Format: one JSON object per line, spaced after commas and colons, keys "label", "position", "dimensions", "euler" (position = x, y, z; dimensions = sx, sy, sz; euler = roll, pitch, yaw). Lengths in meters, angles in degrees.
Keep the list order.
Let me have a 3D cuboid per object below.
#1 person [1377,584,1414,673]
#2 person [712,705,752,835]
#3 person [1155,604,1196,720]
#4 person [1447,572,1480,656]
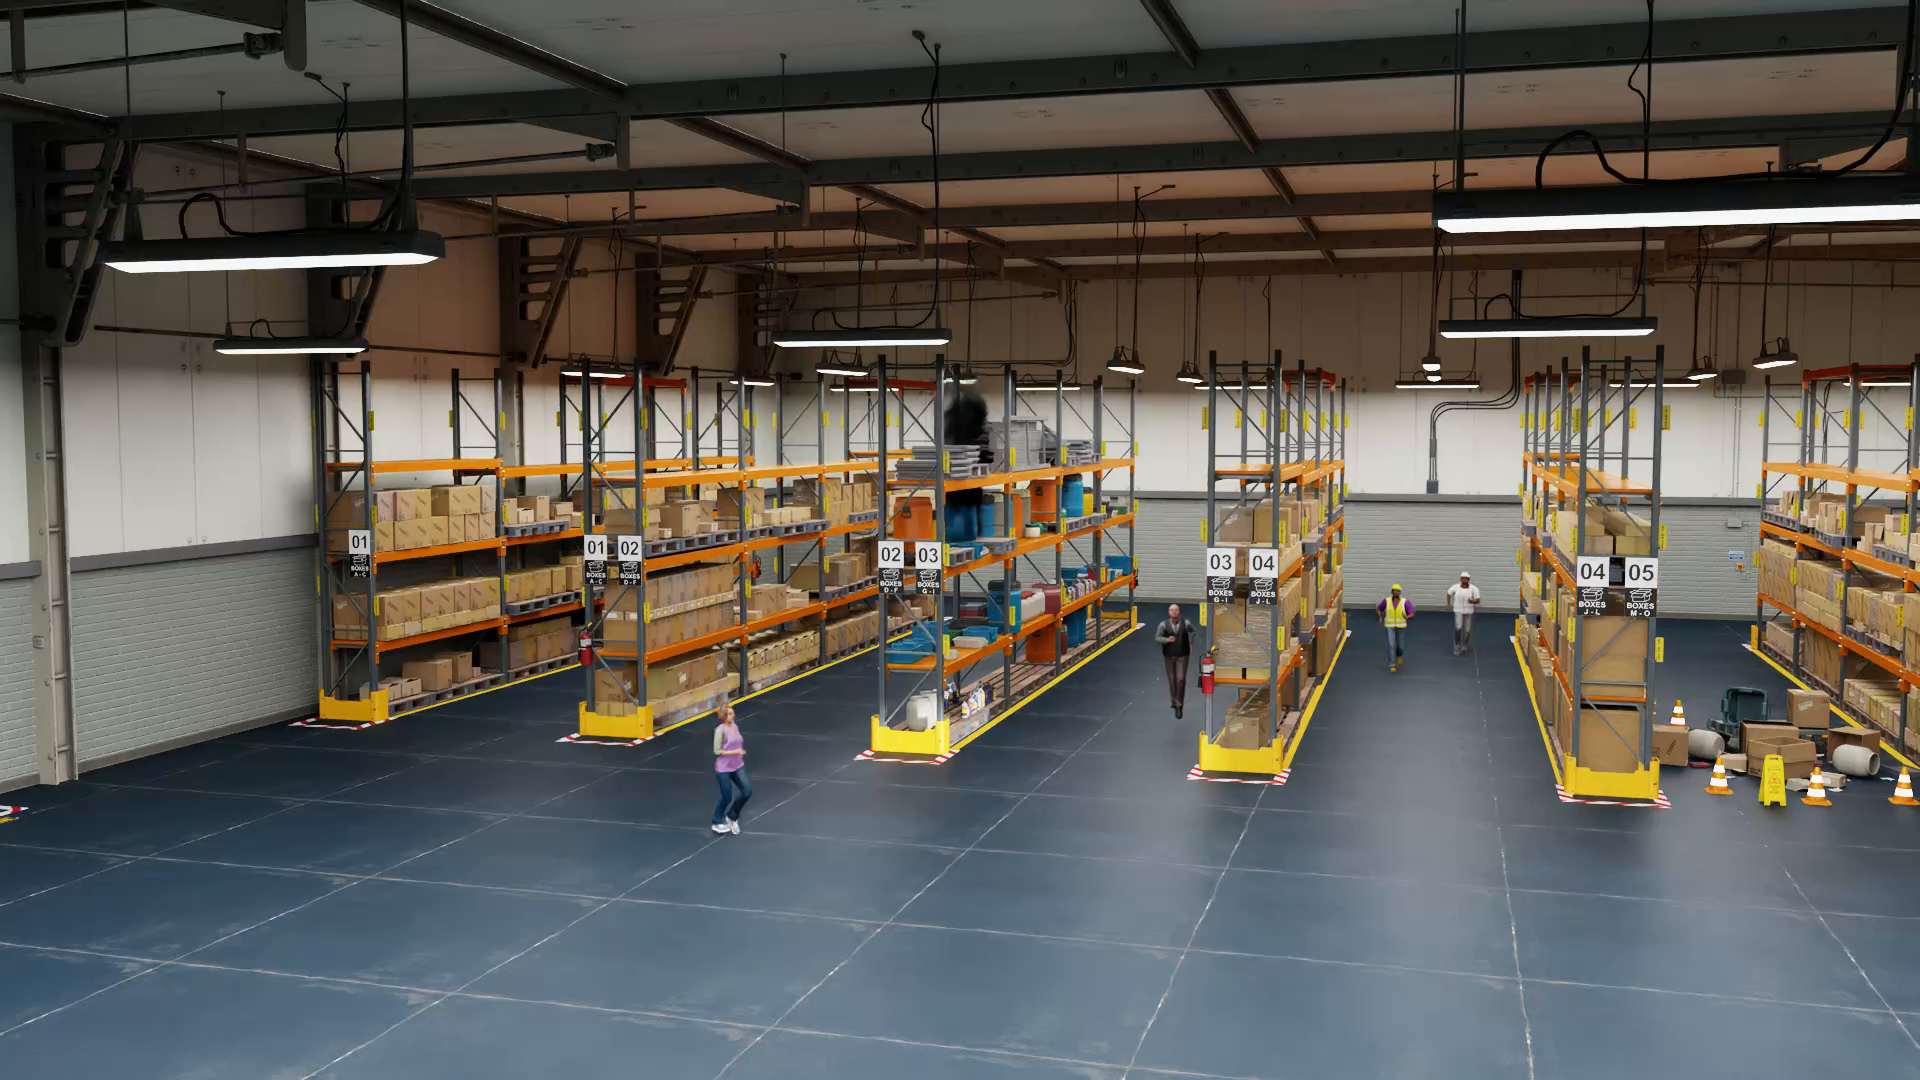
{"label": "person", "position": [8.691, 1.751, 33.198], "dimensions": [0.712, 1.747, 0.895], "euler": [1, 4, 13]}
{"label": "person", "position": [-2.748, 2.823, 20.022], "dimensions": [0.614, 1.502, 0.516], "euler": [3, 5, 36]}
{"label": "person", "position": [3.475, 1.944, 26.890], "dimensions": [0.623, 1.822, 0.717], "euler": [1, 4, 14]}
{"label": "person", "position": [10.776, 1.585, 35.589], "dimensions": [0.669, 1.819, 0.747], "euler": [1, 4, 13]}
